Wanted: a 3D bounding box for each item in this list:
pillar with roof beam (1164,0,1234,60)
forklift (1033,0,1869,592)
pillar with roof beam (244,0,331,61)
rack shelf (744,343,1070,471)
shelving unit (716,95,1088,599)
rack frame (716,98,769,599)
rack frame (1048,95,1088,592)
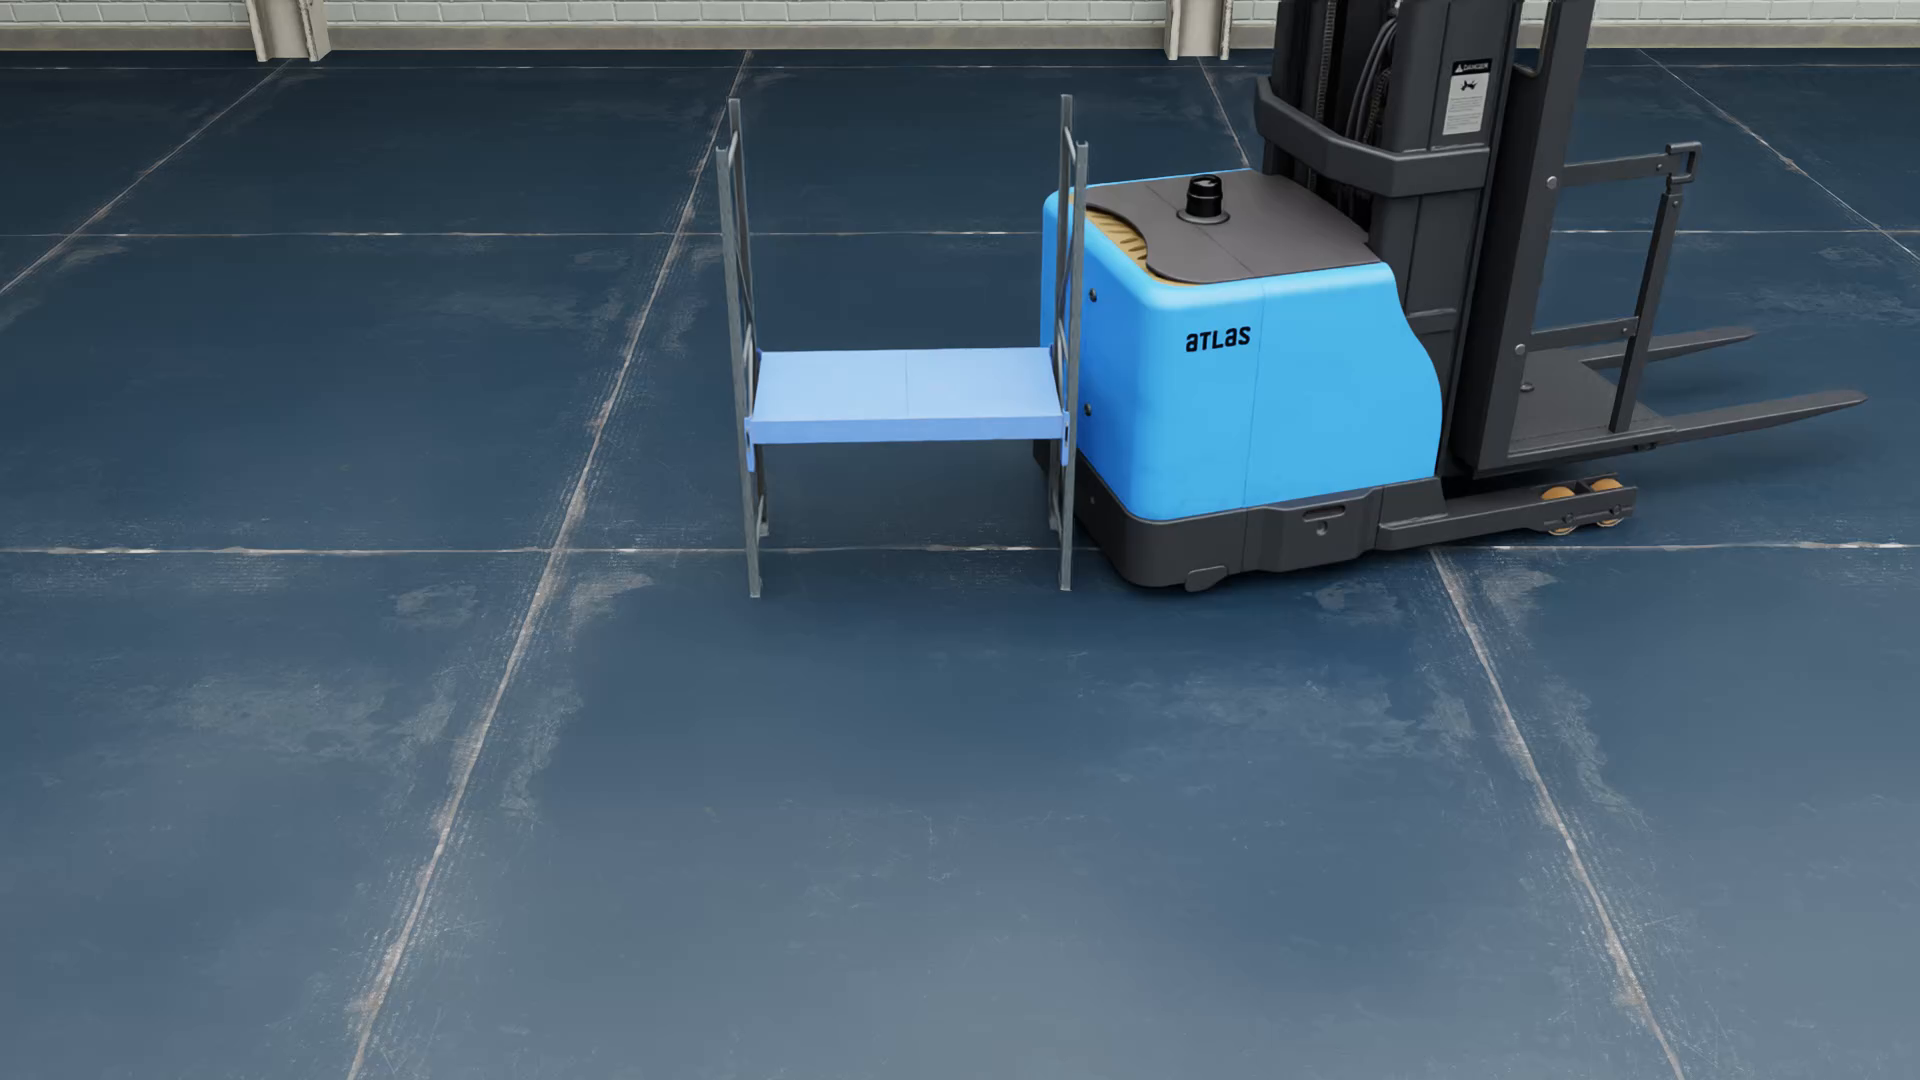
[{"bbox_3d":[1.600,-4.864,5.091,0.400,9.000,9.100,0,31,0],"label":"pillar with roof beam"},{"bbox_3d":[1.844,-1.520,5.430,3.031,2.935,1.130,-9,32,-15],"label":"forklift"},{"bbox_3d":[-4.400,-4.845,5.060,0.400,9.000,9.100,0,31,0],"label":"pillar with roof beam"},{"bbox_3d":[-0.171,-0.436,5.369,1.000,0.185,0.538,-1,31,-2],"label":"rack shelf"},{"bbox_3d":[-0.171,-0.589,5.276,1.048,1.500,0.538,-1,31,-2],"label":"shelving unit"},{"bbox_3d":[-0.679,-0.579,5.259,0.032,1.500,0.500,-1,31,-2],"label":"rack frame"},{"bbox_3d":[0.337,-0.600,5.293,0.032,1.500,0.500,-1,31,-2],"label":"rack frame"}]
